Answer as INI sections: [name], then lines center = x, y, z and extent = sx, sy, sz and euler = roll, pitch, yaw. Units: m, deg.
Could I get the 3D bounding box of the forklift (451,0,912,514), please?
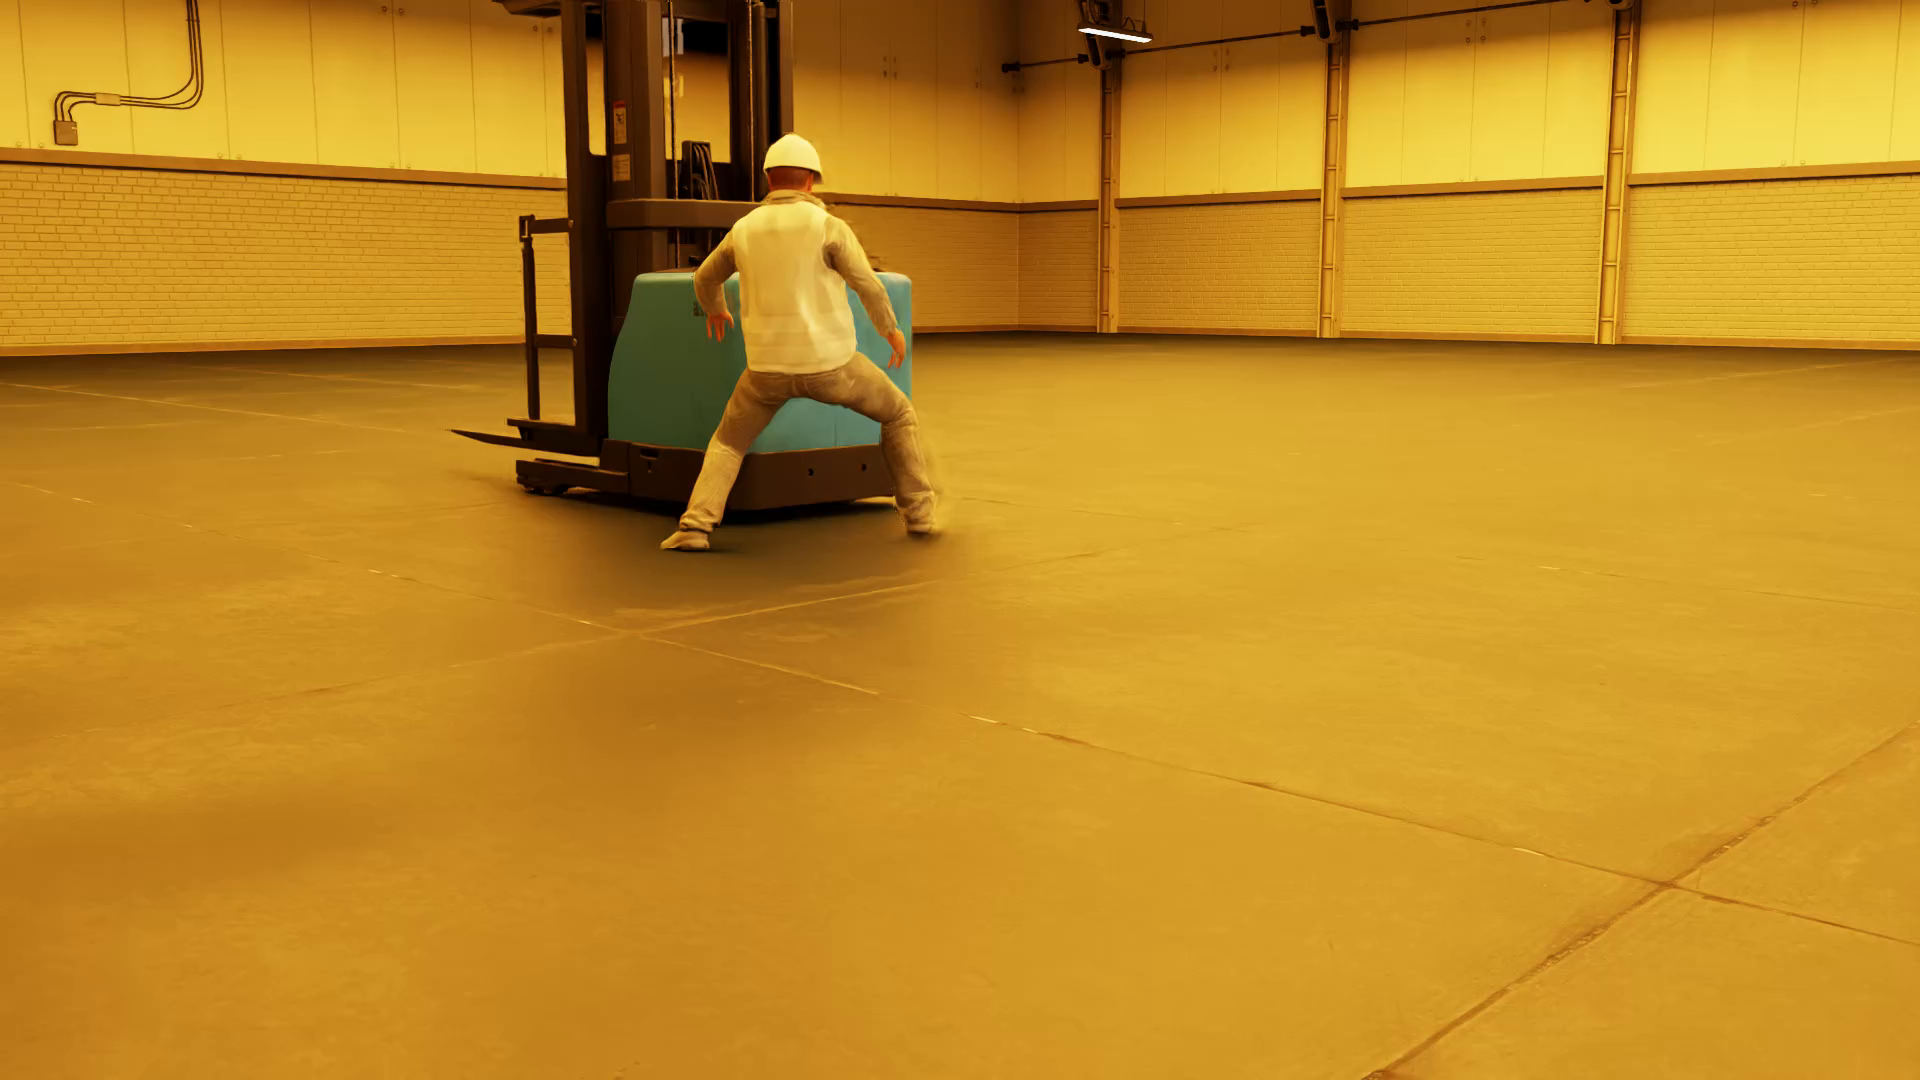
[forklift]
center = -1.577, -1.715, 8.264
extent = 1.130, 2.935, 3.031
euler = -8, 12, -43

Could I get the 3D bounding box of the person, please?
[person]
center = -0.640, -0.770, 6.616
extent = 0.979, 1.632, 0.888
euler = 3, 9, 17
